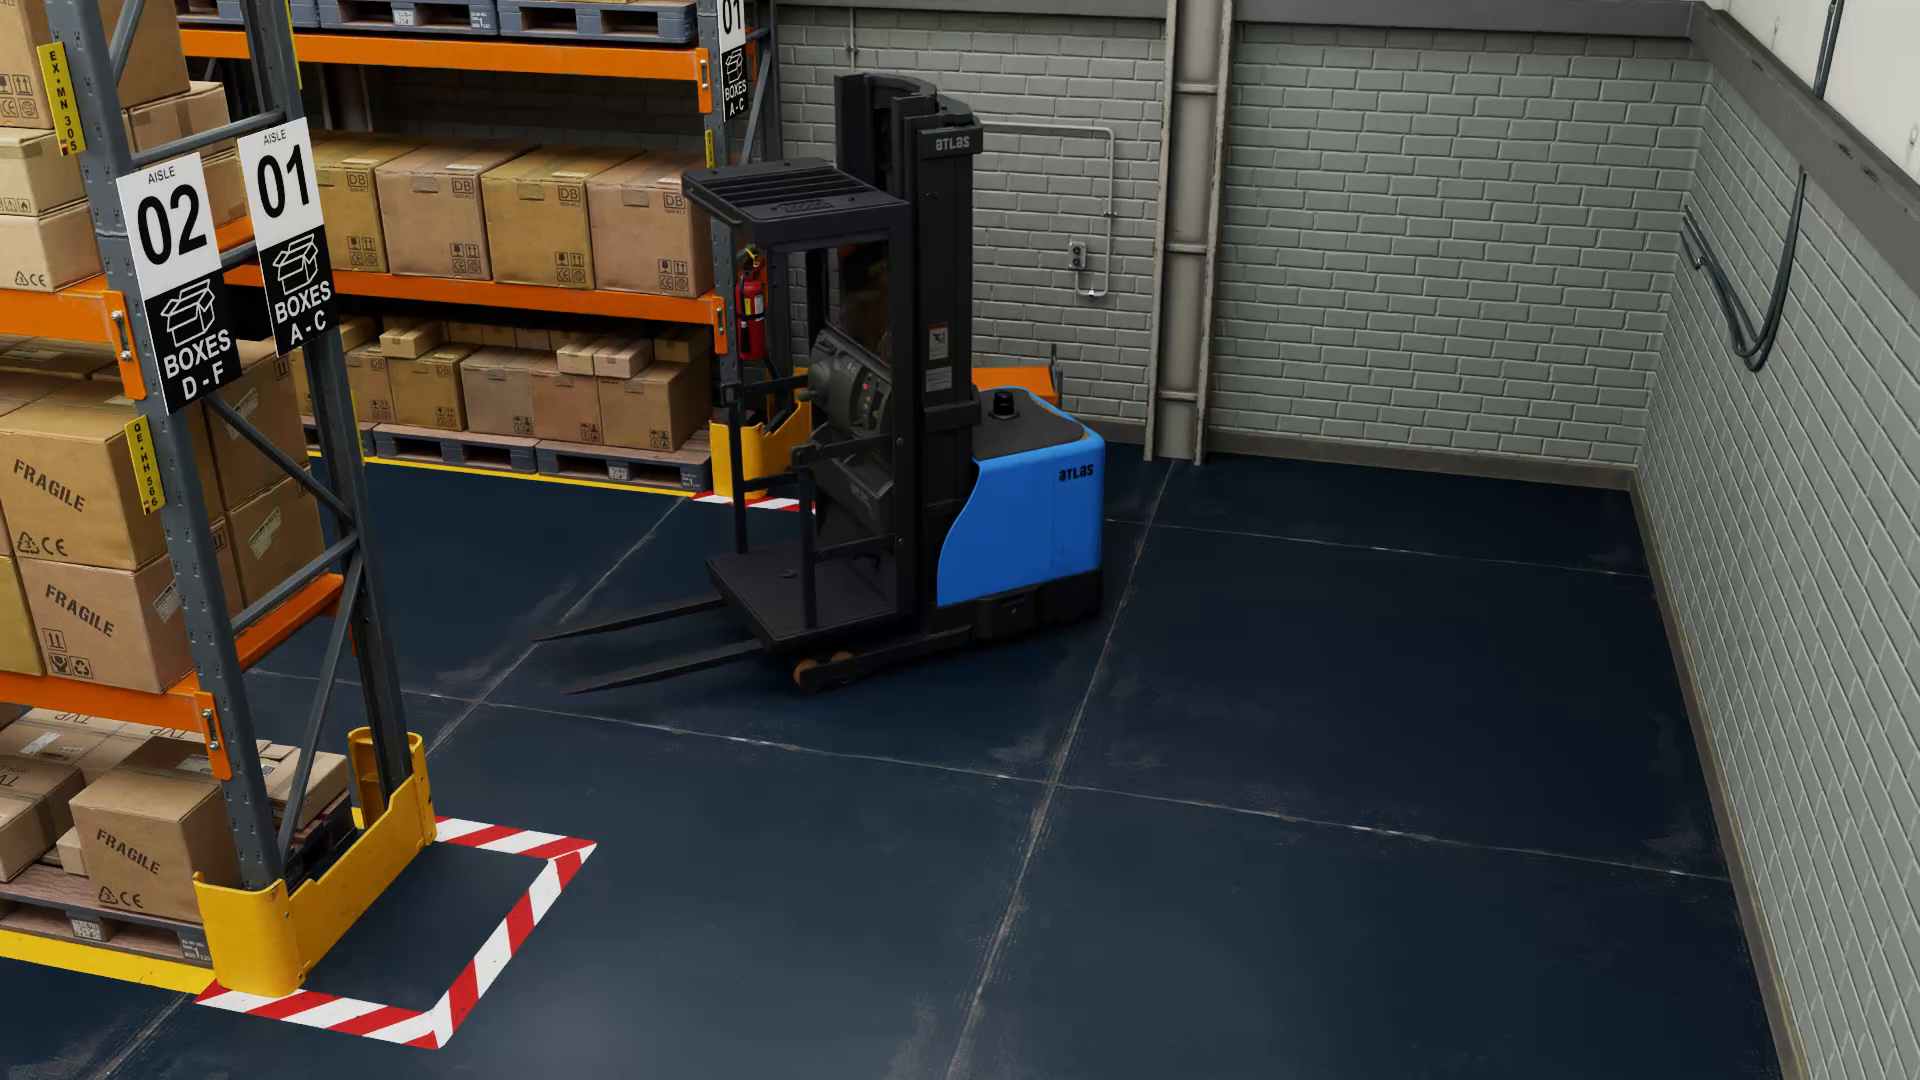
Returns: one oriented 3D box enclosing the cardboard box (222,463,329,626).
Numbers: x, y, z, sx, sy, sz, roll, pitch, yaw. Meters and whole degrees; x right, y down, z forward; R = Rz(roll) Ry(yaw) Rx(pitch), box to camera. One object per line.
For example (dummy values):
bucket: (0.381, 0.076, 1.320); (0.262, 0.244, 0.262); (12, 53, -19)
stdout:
cardboard box: (-2.935, -0.016, 6.677); (0.500, 0.500, 0.500); (7, 26, 14)

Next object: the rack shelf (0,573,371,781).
rack shelf: (-4.508, 0.298, 6.972); (4.000, 0.370, 1.077); (6, 26, 13)

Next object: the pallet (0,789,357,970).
pallet: (-3.417, 1.353, 7.163); (1.213, 0.211, 1.003); (6, 26, 13)

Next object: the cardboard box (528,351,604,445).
cardboard box: (-2.528, -1.024, 11.330); (0.500, 0.500, 0.700); (6, 26, 13)

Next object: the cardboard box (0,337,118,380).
cardboard box: (-3.443, -0.520, 6.573); (0.500, 0.500, 0.500); (7, 26, 14)

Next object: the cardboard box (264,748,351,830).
cardboard box: (-2.891, 1.088, 7.281); (0.250, 0.149, 0.380); (6, 26, 13)

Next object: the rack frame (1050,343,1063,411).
rack frame: (0.579, -0.587, 10.173); (0.032, 1.125, 0.500); (-1, 25, -1)

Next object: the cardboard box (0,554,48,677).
cardboard box: (-3.576, 0.153, 6.323); (0.500, 0.500, 0.500); (7, 26, 13)

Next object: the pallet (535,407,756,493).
pallet: (-2.135, -0.670, 11.411); (1.213, 0.211, 1.003); (6, 26, 13)

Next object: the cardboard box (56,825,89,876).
cardboard box: (-3.529, 1.231, 6.959); (0.250, 0.166, 0.380); (6, 26, 13)

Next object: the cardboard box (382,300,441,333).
cardboard box: (-3.841, -1.550, 11.681); (0.250, 0.149, 0.380); (5, 26, 11)

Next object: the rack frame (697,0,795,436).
rack frame: (-1.341, -1.876, 10.701); (0.127, 3.000, 1.000); (6, 26, 13)

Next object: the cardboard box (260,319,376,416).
cardboard box: (-4.516, -1.242, 11.789); (0.500, 0.500, 0.700); (7, 26, 14)

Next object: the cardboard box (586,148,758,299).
cardboard box: (-1.837, -2.062, 10.742); (0.700, 0.700, 0.980); (8, 26, 15)

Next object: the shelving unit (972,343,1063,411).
shelving unit: (0.071, -0.580, 10.160); (1.048, 1.125, 0.538); (-1, 25, -1)

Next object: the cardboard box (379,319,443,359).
cardboard box: (-3.724, -1.367, 11.296); (0.250, 0.149, 0.380); (6, 26, 12)

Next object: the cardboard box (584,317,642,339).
cardboard box: (-2.363, -1.387, 11.338); (0.250, 0.149, 0.380); (6, 26, 13)

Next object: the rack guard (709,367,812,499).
rack guard: (-1.317, -0.745, 11.232); (0.348, 0.500, 1.175); (6, 26, 13)

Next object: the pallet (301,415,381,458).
pallet: (-4.498, -0.931, 11.960); (1.213, 0.211, 1.003); (6, 26, 13)

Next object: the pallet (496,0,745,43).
pallet: (-2.062, -3.265, 10.232); (1.213, 0.211, 1.003); (6, 26, 13)

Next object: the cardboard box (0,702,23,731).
cardboard box: (-4.624, 0.886, 7.292); (0.637, 0.503, 0.797); (6, 26, 13)

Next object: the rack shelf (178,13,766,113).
rack shelf: (-3.278, -3.119, 10.660); (4.000, 0.370, 1.077); (6, 26, 13)

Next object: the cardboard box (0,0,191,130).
cardboard box: (-3.072, -1.712, 5.588); (0.500, 0.500, 0.700); (6, 26, 13)

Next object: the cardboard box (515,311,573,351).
cardboard box: (-2.852, -1.441, 11.451); (0.250, 0.149, 0.380); (7, 26, 14)

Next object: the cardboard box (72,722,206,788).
cardboard box: (-3.511, 1.000, 7.347); (0.500, 0.250, 0.500); (6, 26, 13)

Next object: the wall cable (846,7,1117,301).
wall cable: (0.135, -2.591, 11.021); (1.851, 1.984, 0.084); (6, 26, 13)

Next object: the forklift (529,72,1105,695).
forklift: (-0.753, -0.795, 8.509); (3.031, 2.935, 1.130); (-13, 28, -25)

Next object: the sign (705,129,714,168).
sign: (-1.489, -2.281, 9.929); (0.005, 0.325, 0.100); (6, 26, 13)

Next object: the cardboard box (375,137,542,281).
cardboard box: (-3.281, -2.220, 11.075); (0.700, 0.700, 0.980); (5, 26, 10)

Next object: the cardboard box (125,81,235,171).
cardboard box: (-3.003, -1.489, 5.991); (0.500, 0.250, 0.500); (6, 26, 13)

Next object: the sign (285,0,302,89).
sign: (-2.436, -1.788, 6.010); (0.005, 0.325, 0.100); (6, 26, 13)

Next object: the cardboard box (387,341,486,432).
cardboard box: (-3.534, -1.131, 11.556); (0.500, 0.500, 0.700); (7, 26, 14)

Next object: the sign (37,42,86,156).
sign: (-2.728, -1.338, 5.052); (0.005, 0.325, 0.100); (6, 26, 13)

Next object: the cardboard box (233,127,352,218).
cardboard box: (-4.693, -2.375, 11.399); (0.700, 0.700, 0.980); (7, 26, 14)

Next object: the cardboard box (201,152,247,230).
cardboard box: (-3.005, -1.261, 6.093); (0.500, 0.250, 0.500); (6, 26, 13)

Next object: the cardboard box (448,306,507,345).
cardboard box: (-3.346, -1.495, 11.566); (0.250, 0.149, 0.380); (6, 26, 12)

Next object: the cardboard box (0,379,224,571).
cardboard box: (-3.070, -0.243, 5.991); (0.500, 0.500, 0.500); (6, 26, 13)

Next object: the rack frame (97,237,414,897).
rack frame: (-2.571, 0.187, 6.368); (0.127, 3.000, 1.000); (6, 26, 13)

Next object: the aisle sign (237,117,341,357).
aisle sign: (-2.432, -1.102, 6.051); (0.004, 0.787, 0.394); (6, 26, 13)

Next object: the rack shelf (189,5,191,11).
rack shelf: (-7.152, -3.548, 11.560); (4.000, 0.370, 1.077); (6, 26, 13)

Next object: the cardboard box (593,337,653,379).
cardboard box: (-2.213, -1.201, 10.948); (0.250, 0.149, 0.380); (6, 26, 12)

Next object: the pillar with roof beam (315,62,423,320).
pillar with roof beam: (-5.393, -3.506, 7.145); (0.400, 9.000, 9.100); (6, 26, 13)
